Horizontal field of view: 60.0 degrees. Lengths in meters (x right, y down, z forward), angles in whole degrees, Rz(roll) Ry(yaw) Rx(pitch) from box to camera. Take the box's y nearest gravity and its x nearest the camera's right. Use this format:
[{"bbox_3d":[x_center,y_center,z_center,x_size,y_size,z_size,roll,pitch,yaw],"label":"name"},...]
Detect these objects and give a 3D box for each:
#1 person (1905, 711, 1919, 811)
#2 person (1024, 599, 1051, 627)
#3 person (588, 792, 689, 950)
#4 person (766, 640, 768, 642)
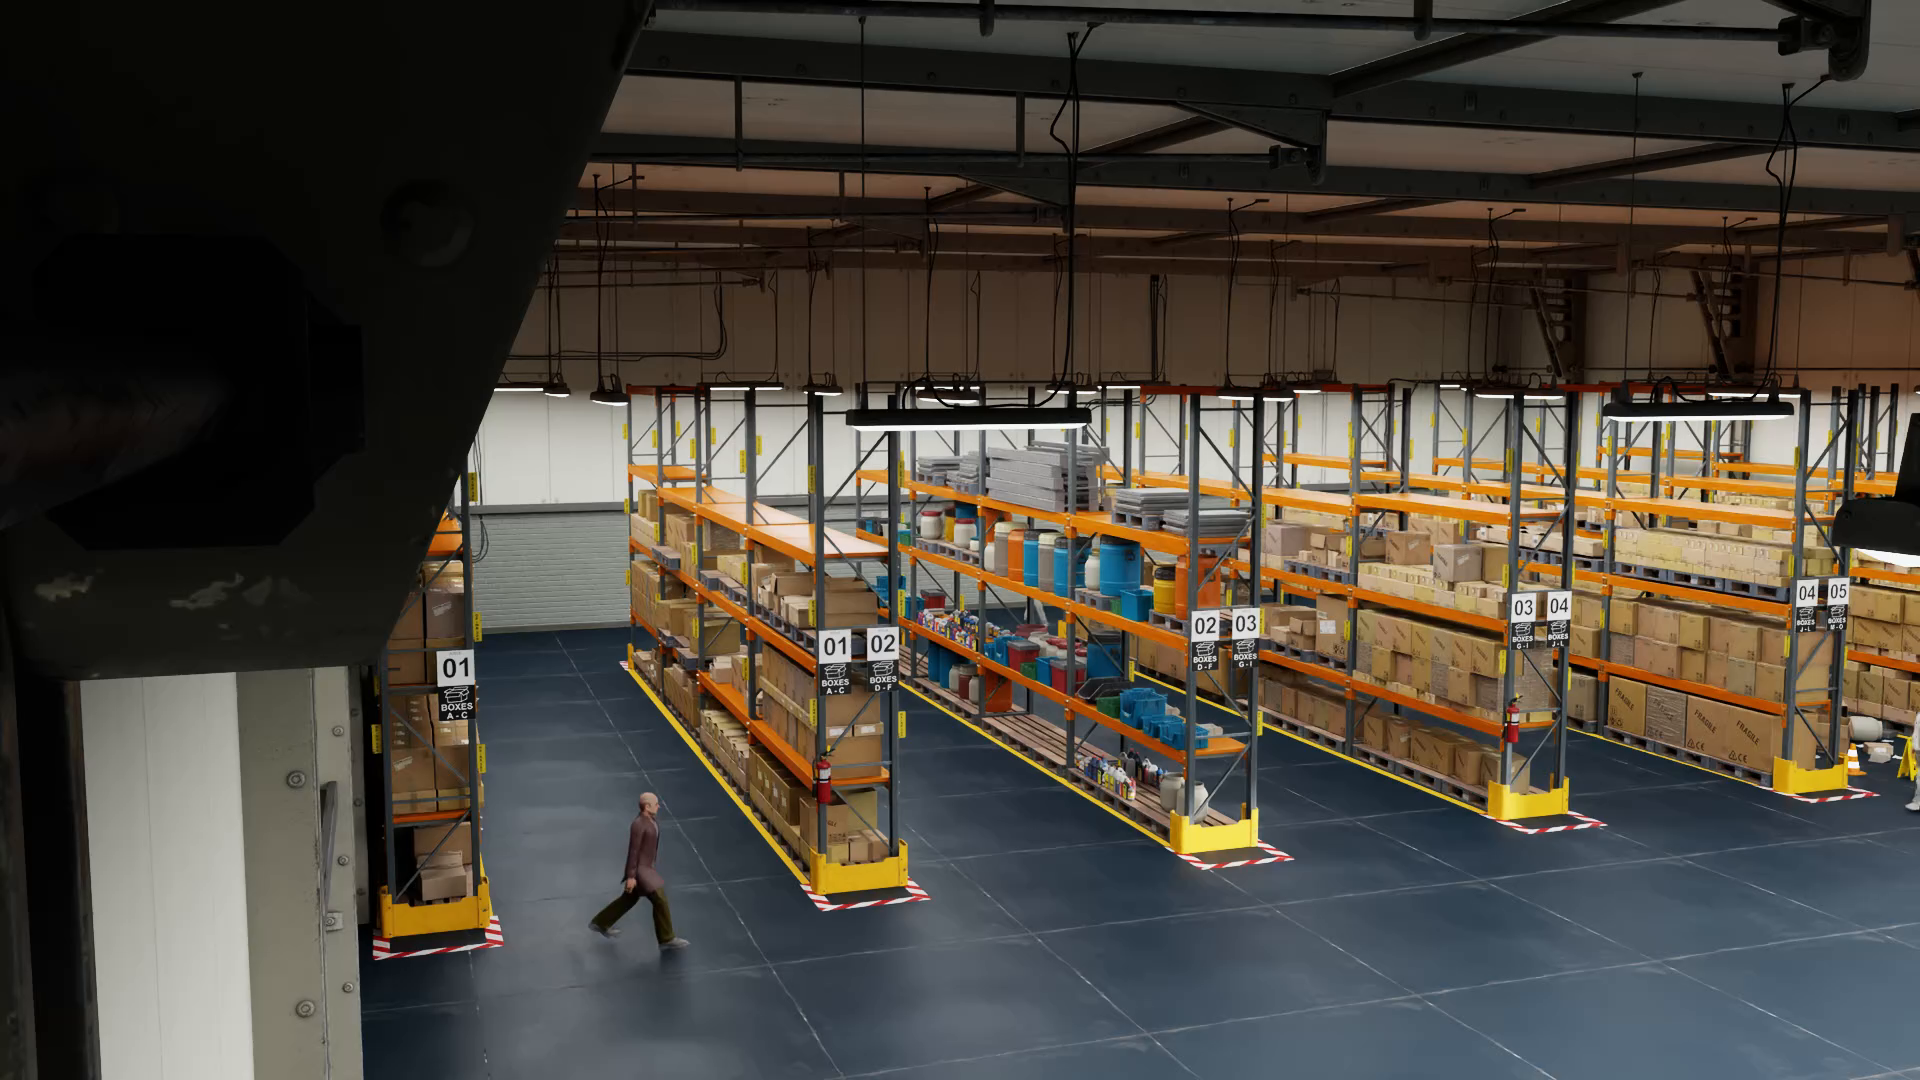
[{"bbox_3d":[13.961,2.999,23.895,0.999,1.738,0.543,-2,6,-19],"label":"person"},{"bbox_3d":[1.952,1.267,41.234,0.932,1.646,0.472,4,7,37],"label":"person"},{"bbox_3d":[-3.523,3.595,18.168,1.177,1.713,0.609,0,6,4],"label":"person"},{"bbox_3d":[-3.682,1.974,33.144,0.472,1.411,1.043,-2,6,-20],"label":"person"}]
